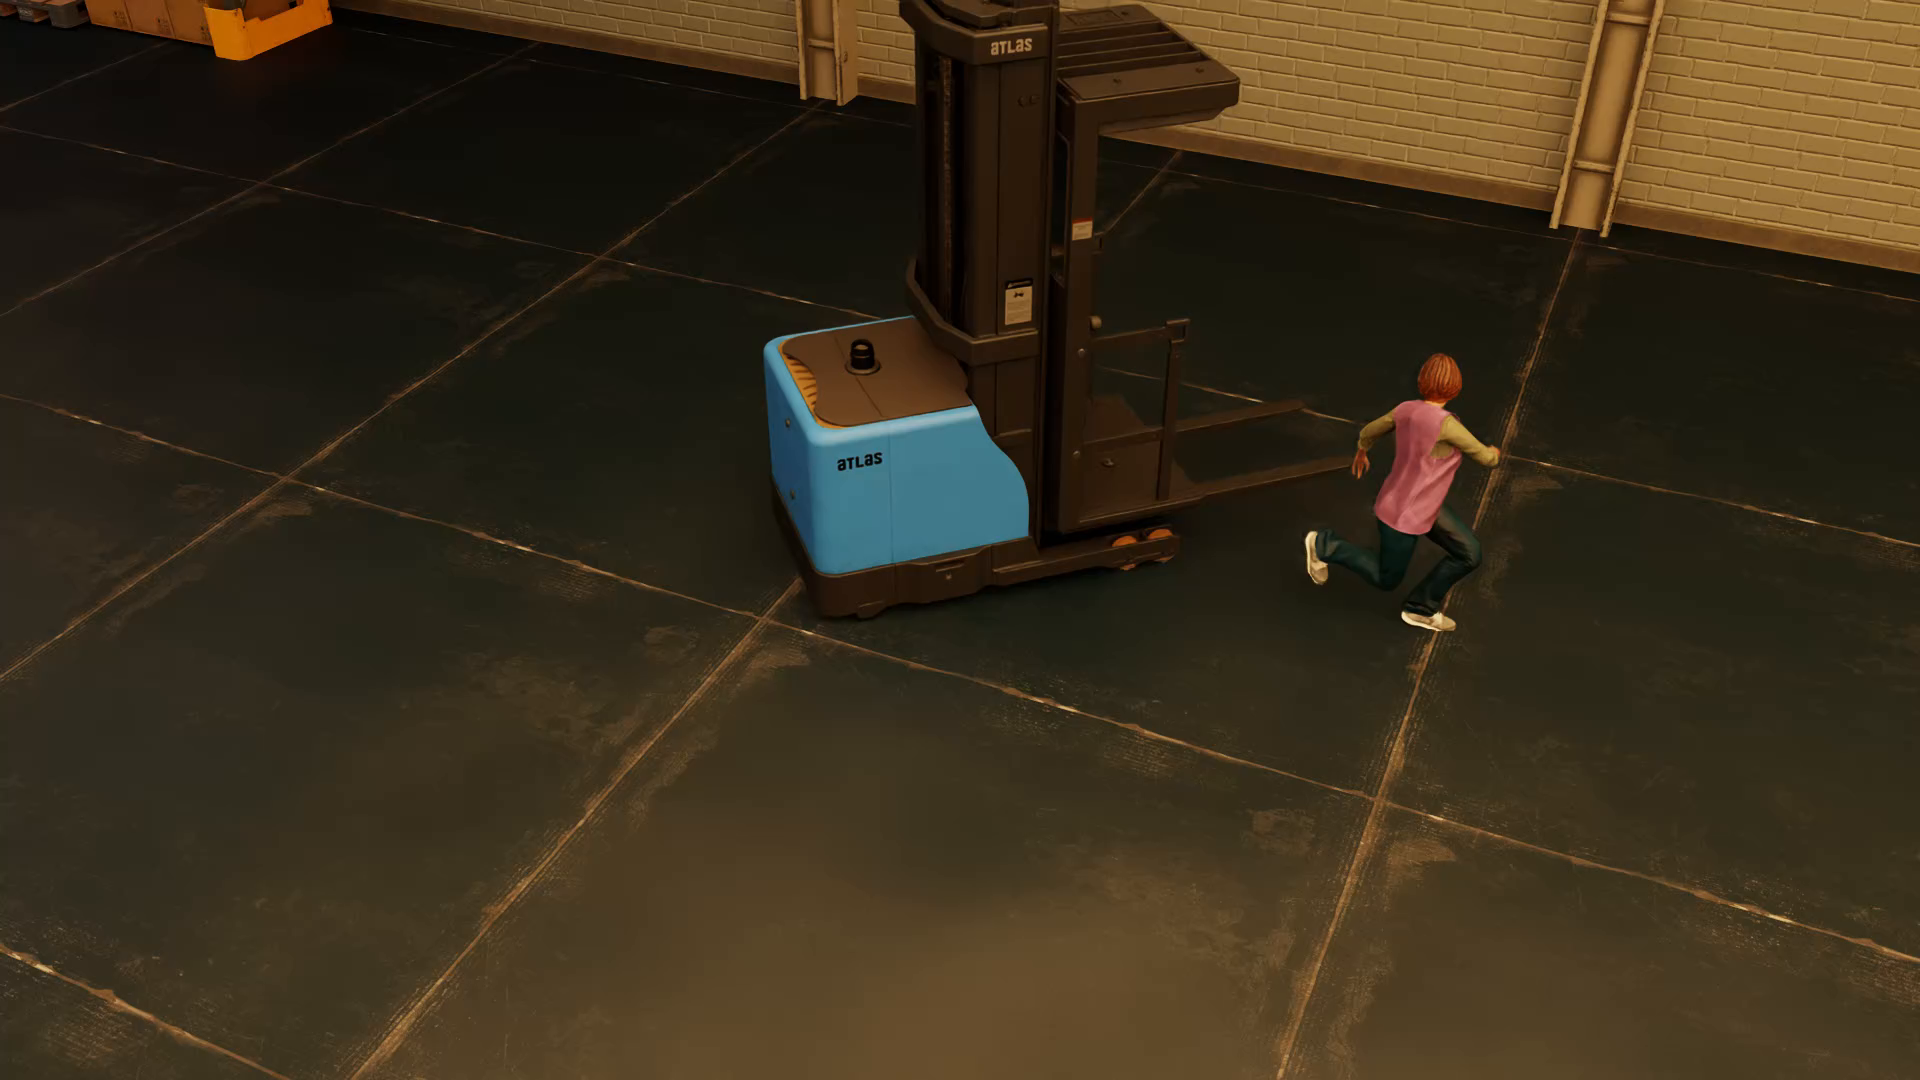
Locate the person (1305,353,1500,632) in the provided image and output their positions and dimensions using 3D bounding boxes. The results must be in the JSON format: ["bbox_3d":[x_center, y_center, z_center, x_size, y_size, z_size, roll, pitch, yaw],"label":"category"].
[{"bbox_3d":[2.073,-0.239,7.786,0.822,1.387,0.558,11,37,15],"label":"person"}]

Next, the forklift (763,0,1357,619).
[{"bbox_3d":[0.595,-1.324,7.943,3.031,2.935,1.130,-11,37,-15],"label":"forklift"}]
